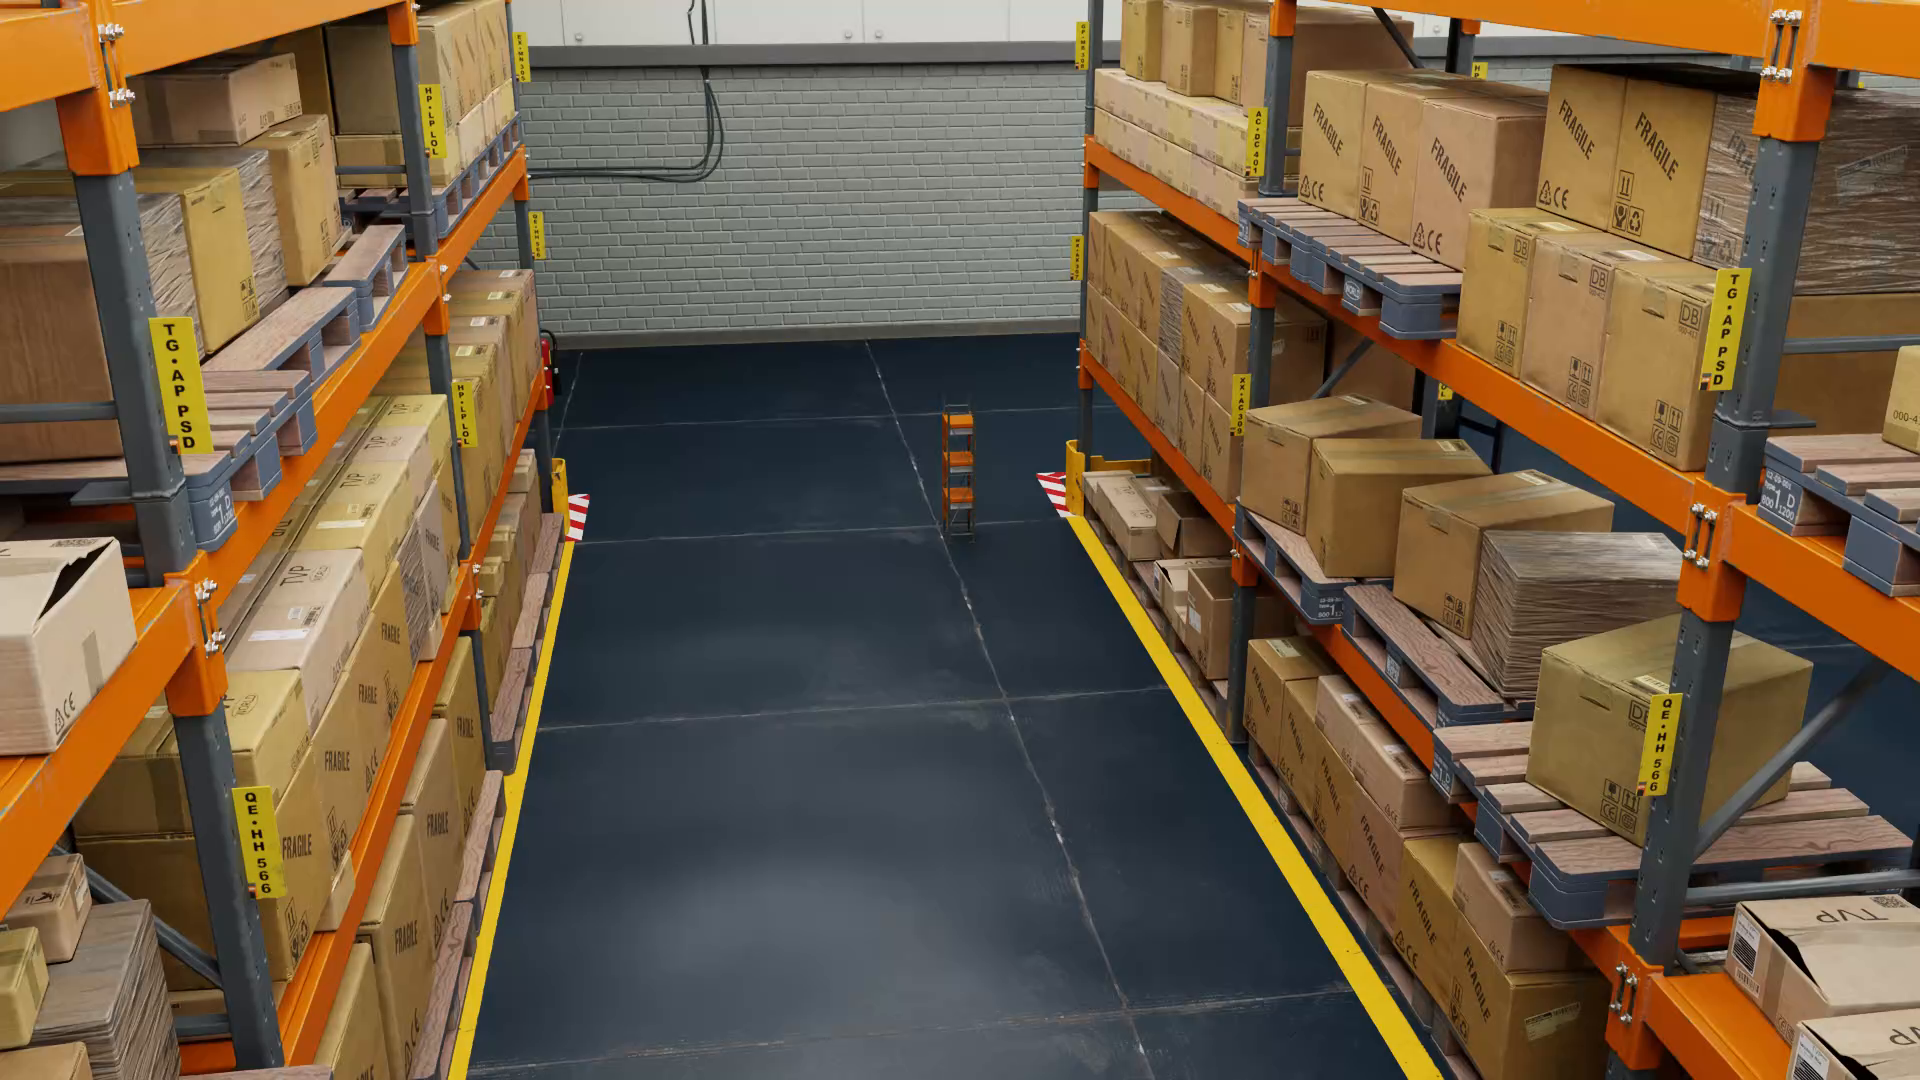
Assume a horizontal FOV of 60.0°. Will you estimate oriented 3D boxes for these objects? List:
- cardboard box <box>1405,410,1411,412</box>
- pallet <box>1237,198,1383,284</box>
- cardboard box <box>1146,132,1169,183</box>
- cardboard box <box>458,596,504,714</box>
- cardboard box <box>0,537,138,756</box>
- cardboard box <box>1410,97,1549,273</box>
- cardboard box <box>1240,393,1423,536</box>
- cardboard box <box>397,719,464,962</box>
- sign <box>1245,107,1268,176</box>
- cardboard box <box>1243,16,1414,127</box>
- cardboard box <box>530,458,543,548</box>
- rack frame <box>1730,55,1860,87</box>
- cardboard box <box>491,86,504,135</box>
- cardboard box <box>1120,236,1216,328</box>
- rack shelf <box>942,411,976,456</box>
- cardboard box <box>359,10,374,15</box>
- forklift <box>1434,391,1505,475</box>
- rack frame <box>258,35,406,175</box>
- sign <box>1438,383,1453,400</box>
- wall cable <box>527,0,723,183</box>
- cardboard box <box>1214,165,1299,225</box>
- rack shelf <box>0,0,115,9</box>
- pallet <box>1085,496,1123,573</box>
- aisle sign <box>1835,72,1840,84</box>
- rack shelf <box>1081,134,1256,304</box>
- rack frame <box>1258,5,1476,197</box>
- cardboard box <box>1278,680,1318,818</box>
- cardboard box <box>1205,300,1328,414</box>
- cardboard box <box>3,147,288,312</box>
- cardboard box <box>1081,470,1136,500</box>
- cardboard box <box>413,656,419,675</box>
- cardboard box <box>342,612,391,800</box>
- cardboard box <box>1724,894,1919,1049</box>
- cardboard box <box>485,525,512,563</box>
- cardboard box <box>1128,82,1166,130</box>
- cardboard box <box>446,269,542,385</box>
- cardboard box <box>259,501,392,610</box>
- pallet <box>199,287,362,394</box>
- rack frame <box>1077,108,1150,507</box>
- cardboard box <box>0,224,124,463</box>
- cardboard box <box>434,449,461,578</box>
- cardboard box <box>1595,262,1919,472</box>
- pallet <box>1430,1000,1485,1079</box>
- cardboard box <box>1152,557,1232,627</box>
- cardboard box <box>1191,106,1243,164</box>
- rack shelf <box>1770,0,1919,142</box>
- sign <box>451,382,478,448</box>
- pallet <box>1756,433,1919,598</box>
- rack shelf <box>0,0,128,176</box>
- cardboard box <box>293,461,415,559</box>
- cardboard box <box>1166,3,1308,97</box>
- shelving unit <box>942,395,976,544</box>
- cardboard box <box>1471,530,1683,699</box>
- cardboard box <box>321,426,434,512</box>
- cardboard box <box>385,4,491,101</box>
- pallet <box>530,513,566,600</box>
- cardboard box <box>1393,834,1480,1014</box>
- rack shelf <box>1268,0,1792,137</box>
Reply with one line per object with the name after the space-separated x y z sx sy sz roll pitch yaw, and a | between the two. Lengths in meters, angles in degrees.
2.176 -0.554 9.270 0.500 0.500 0.500 -2 21 -6 | cardboard box
2.005 -1.405 7.672 1.213 0.211 1.003 -3 21 -8 | pallet
1.437 -2.327 10.086 0.500 0.250 0.500 -3 21 -8 | cardboard box
-2.928 0.644 9.177 0.700 0.500 0.500 -3 21 -7 | cardboard box
-1.974 0.182 3.254 0.500 0.311 0.500 -3 21 -8 | cardboard box
2.175 -1.373 6.432 0.600 0.600 0.600 -4 21 -10 | cardboard box
1.827 -0.385 8.218 0.700 0.500 0.500 -10 23 -26 | cardboard box
-2.568 1.270 7.000 0.750 0.750 0.750 -2 21 -6 | cardboard box
1.444 -1.934 8.082 0.100 0.325 0.005 -3 21 -8 | sign
1.872 -2.404 8.506 0.700 0.500 0.500 -3 21 -8 | cardboard box
-3.298 -0.239 11.542 0.700 0.500 0.500 -3 21 -8 | cardboard box
6.306 -4.761 12.102 1.000 3.000 0.127 -3 21 -8 | rack frame
-3.054 -2.609 10.099 0.500 0.250 0.500 -4 21 -10 | cardboard box
1.357 -1.696 10.899 0.500 0.500 0.500 -3 21 -7 | cardboard box
-0.008 -0.766 11.986 0.215 0.259 0.240 -3 21 -8 | rack shelf
-3.425 -2.585 8.962 0.500 0.500 0.500 -4 21 -10 | cardboard box
3.376 -1.452 11.916 1.130 2.935 3.031 -9 22 -23 | forklift
-2.918 -2.877 7.057 0.949 2.616 0.053 -3 21 -8 | rack frame
2.529 -0.889 8.654 0.100 0.325 0.005 -3 21 -8 | sign
-3.960 -4.783 16.599 3.097 2.526 0.112 -3 21 -8 | wall cable
1.647 -1.807 8.694 0.500 0.250 0.500 -3 21 -8 | cardboard box
-2.633 -1.785 5.351 0.919 0.052 3.809 -3 21 -8 | rack shelf
1.530 -0.093 12.165 1.003 0.211 1.213 -3 21 -8 | pallet
6.585 -3.208 12.803 0.394 0.787 0.004 -3 21 -8 | aisle sign
1.692 -2.078 10.233 1.077 0.370 4.000 -3 21 -8 | rack shelf
1.980 -3.128 7.728 1.000 3.000 0.127 -3 21 -8 | rack frame
1.897 1.012 8.164 0.500 0.500 0.500 -3 21 -7 | cardboard box
1.651 -0.994 9.019 0.500 0.500 0.500 -3 21 -7 | cardboard box
-2.750 -1.048 5.676 0.700 0.500 0.500 -3 21 -8 | cardboard box
1.124 -0.410 12.473 0.380 0.149 0.250 -3 21 -8 | cardboard box
-2.474 0.500 6.922 0.380 0.149 0.250 -3 21 -8 | cardboard box
-2.298 0.589 5.756 0.500 0.500 0.500 -3 21 -8 | cardboard box
2.566 1.238 4.743 0.500 0.311 0.500 -2 21 -4 | cardboard box
-2.872 0.032 9.889 0.380 0.149 0.250 -4 21 -9 | cardboard box
1.363 -2.734 10.462 0.500 0.250 0.500 -3 21 -8 | cardboard box
-3.415 -1.415 11.290 0.980 0.700 0.700 -2 21 -5 | cardboard box
-2.389 0.066 6.083 0.500 0.250 0.500 -3 21 -9 | cardboard box
-2.654 -0.605 5.532 1.003 0.211 1.213 -2 21 -5 | pallet
1.403 -1.702 12.486 1.000 3.000 0.127 -3 21 -8 | rack frame
-2.470 -0.501 4.212 0.700 0.500 0.500 -5 21 -12 | cardboard box
-2.605 -0.114 7.639 0.500 0.500 0.500 -3 21 -9 | cardboard box
2.460 -0.534 4.928 0.910 0.500 0.500 -3 21 -8 | cardboard box
2.486 2.114 6.255 1.003 0.211 1.213 -3 21 -8 | pallet
1.509 0.294 10.357 0.500 0.311 0.500 -3 21 -8 | cardboard box
1.572 -2.214 9.070 0.500 0.250 0.500 -3 21 -8 | cardboard box
2.845 -0.526 2.362 1.077 0.370 4.000 -3 21 -8 | rack shelf
-2.386 -0.602 7.999 0.100 0.325 0.005 -3 21 -8 | sign
2.743 -0.018 3.961 1.213 0.211 1.003 -2 21 -5 | pallet
-2.056 -0.275 1.690 1.077 0.370 4.000 -3 21 -8 | rack shelf
-2.463 -0.110 6.555 0.500 0.250 0.500 -3 21 -7 | cardboard box
1.640 -2.923 9.895 0.700 0.500 0.500 -3 21 -8 | cardboard box
-0.008 -0.510 12.082 0.215 1.050 0.252 -3 21 -8 | shelving unit
2.411 0.286 6.421 0.700 0.500 0.500 1 20 2 | cardboard box
-2.537 -0.287 7.028 0.500 0.250 0.500 -2 21 -7 | cardboard box
-2.978 -2.787 9.503 0.500 0.500 0.500 -4 21 -10 | cardboard box
-3.305 0.128 11.571 1.003 0.211 1.213 -3 21 -8 | pallet
2.115 1.542 6.746 0.500 0.500 0.500 -4 21 -10 | cardboard box
2.268 -1.911 6.070 1.077 0.370 4.000 -3 21 -8 | rack shelf
